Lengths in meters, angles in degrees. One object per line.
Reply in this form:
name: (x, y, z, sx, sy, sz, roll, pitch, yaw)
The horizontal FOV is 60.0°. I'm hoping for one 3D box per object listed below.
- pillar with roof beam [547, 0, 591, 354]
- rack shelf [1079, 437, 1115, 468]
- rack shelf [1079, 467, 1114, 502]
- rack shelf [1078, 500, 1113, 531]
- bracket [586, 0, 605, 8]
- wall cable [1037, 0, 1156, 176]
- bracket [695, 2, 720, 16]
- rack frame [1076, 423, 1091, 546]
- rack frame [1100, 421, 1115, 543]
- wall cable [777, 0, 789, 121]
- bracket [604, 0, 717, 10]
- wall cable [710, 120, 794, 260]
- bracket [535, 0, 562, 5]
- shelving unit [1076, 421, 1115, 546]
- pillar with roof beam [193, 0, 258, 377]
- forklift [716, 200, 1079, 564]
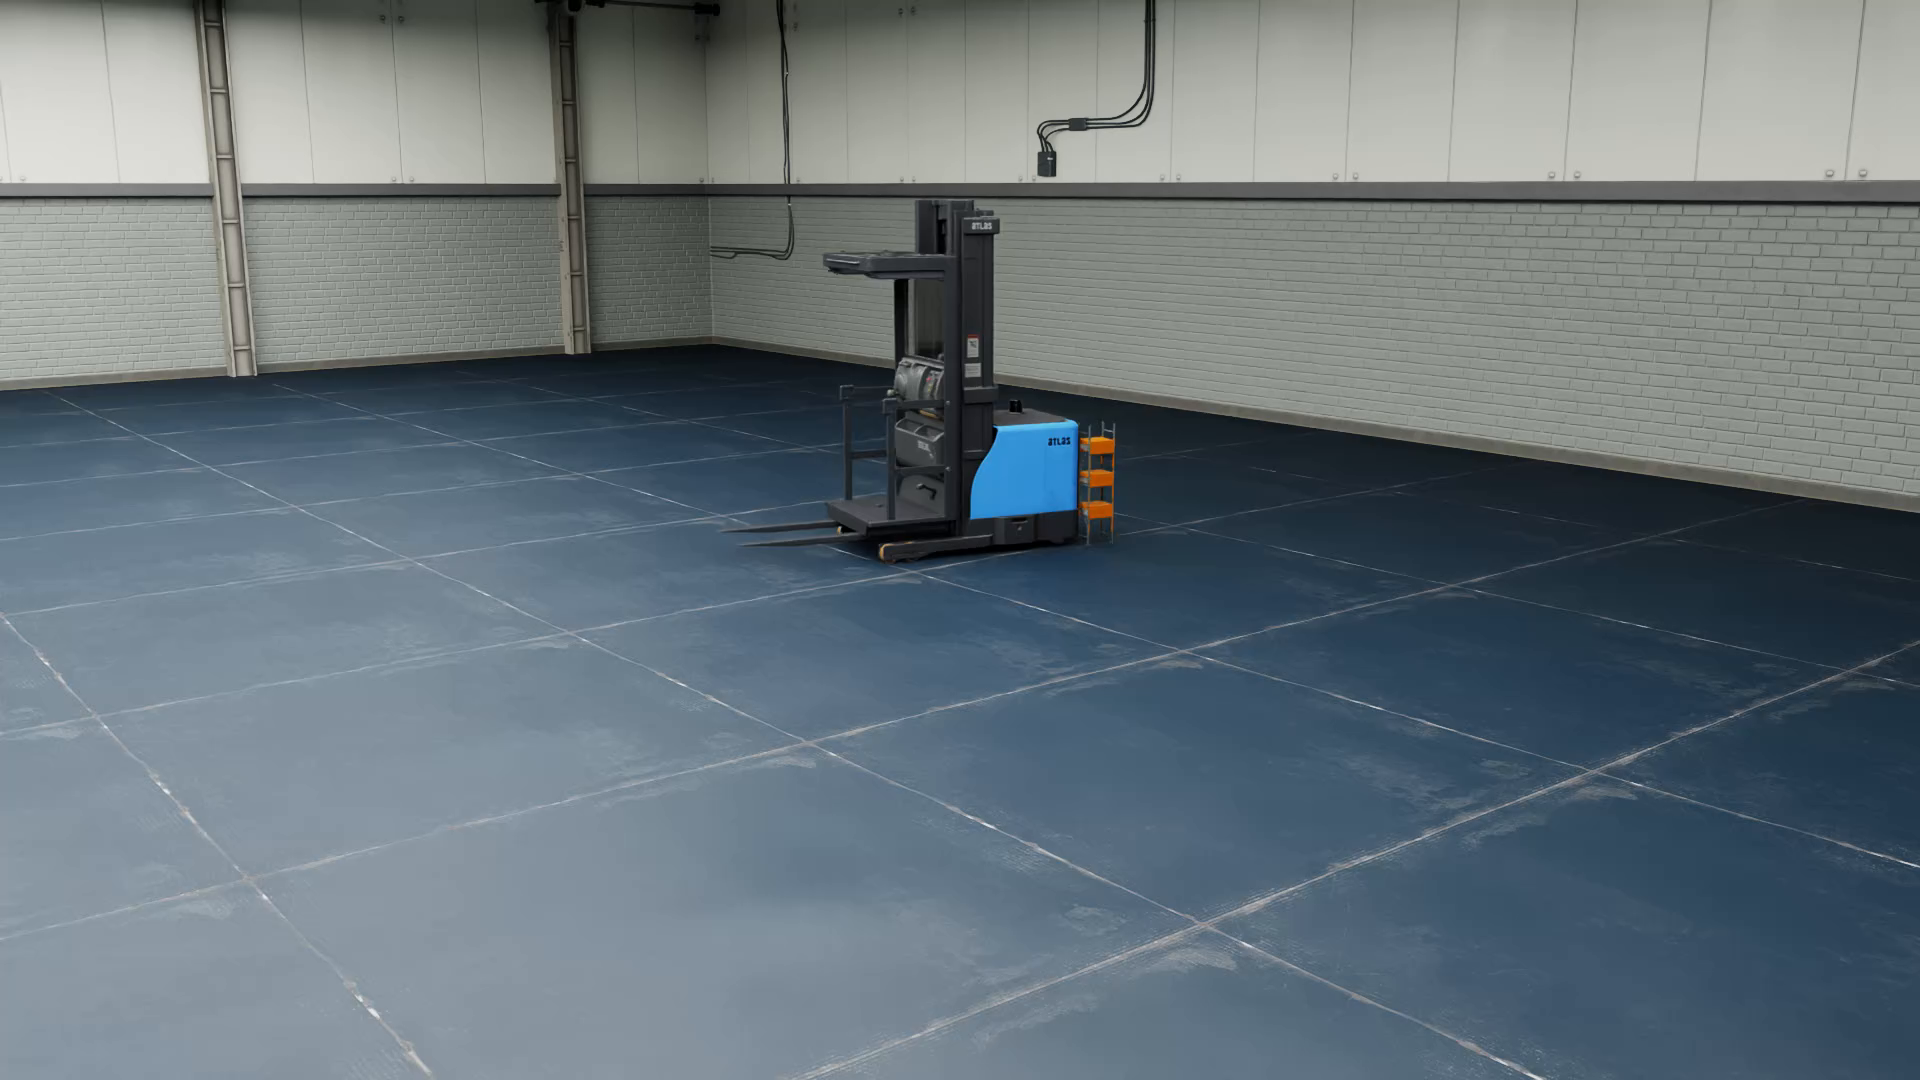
pillar with roof beam: (-4.454, -7.197, 26.857, 0.548, 9.000, 9.100, -9, 15, -38)
rack shelf: (1.175, -0.759, 14.359, 0.240, 0.259, 0.215, -6, 13, -26)
rack shelf: (1.175, -0.481, 14.418, 0.240, 0.259, 0.215, -6, 13, -26)
rack shelf: (1.175, -0.209, 14.476, 0.240, 0.259, 0.215, -6, 13, -26)
bracket: (-6.598, -9.652, 29.754, 0.430, 0.232, 0.235, -9, 15, -38)
wall cable: (1.901, -8.185, 23.322, 0.169, 6.003, 2.305, -9, 15, -38)
bracket: (-4.747, -9.960, 31.202, 0.430, 0.232, 0.235, -9, 15, -38)
rack frame: (1.066, -0.480, 14.363, 0.008, 1.050, 0.200, -6, 13, -26)
rack frame: (1.285, -0.503, 14.469, 0.008, 1.050, 0.200, -6, 13, -26)
wall cable: (-2.327, -8.576, 28.667, 0.112, 2.526, 3.097, -9, 15, -38)
bracket: (-5.209, -9.883, 30.841, 3.189, 0.066, 0.076, -9, 15, -38)
wall cable: (-4.017, -6.544, 31.258, 0.112, 2.526, 3.097, -9, 15, -38)
bracket: (-7.246, -9.545, 29.247, 0.430, 0.232, 0.235, -9, 15, -38)
shelving unit: (1.175, -0.492, 14.416, 0.252, 1.050, 0.215, -6, 13, -26)
pillar with roof beam: (-9.140, -6.418, 23.191, 0.400, 9.000, 9.100, -9, 15, -38)
forklift: (-0.532, -1.363, 13.990, 3.031, 2.935, 1.130, -5, 13, -24)
